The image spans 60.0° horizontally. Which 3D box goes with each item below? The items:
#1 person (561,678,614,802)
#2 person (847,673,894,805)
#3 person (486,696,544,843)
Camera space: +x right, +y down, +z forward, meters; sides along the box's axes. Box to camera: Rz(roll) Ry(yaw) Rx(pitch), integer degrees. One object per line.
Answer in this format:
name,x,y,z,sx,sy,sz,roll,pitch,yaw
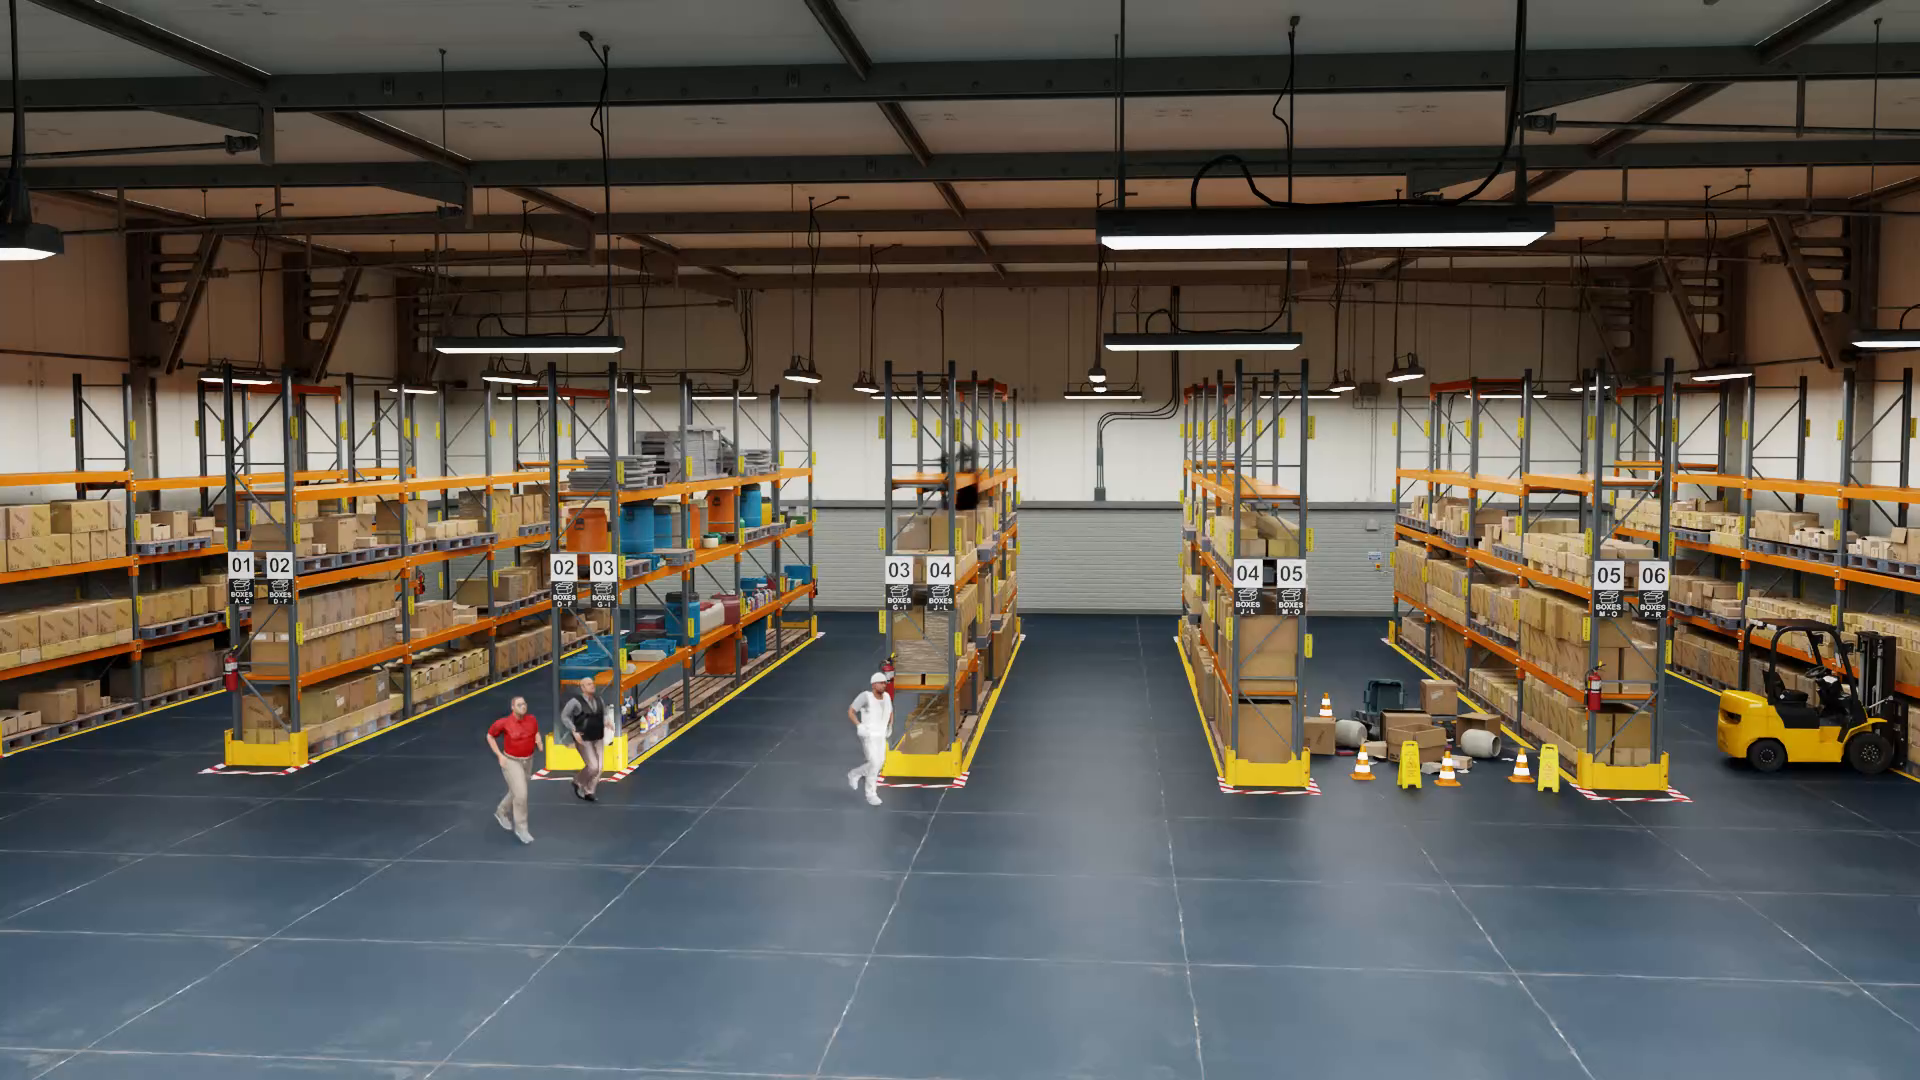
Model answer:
person,-4.965,2.692,22.378,0.568,1.682,0.675,3,5,41
person,-1.191,2.669,22.679,0.739,1.725,0.836,-4,5,-43
person,-5.475,2.793,20.505,0.854,1.769,0.655,3,5,34
